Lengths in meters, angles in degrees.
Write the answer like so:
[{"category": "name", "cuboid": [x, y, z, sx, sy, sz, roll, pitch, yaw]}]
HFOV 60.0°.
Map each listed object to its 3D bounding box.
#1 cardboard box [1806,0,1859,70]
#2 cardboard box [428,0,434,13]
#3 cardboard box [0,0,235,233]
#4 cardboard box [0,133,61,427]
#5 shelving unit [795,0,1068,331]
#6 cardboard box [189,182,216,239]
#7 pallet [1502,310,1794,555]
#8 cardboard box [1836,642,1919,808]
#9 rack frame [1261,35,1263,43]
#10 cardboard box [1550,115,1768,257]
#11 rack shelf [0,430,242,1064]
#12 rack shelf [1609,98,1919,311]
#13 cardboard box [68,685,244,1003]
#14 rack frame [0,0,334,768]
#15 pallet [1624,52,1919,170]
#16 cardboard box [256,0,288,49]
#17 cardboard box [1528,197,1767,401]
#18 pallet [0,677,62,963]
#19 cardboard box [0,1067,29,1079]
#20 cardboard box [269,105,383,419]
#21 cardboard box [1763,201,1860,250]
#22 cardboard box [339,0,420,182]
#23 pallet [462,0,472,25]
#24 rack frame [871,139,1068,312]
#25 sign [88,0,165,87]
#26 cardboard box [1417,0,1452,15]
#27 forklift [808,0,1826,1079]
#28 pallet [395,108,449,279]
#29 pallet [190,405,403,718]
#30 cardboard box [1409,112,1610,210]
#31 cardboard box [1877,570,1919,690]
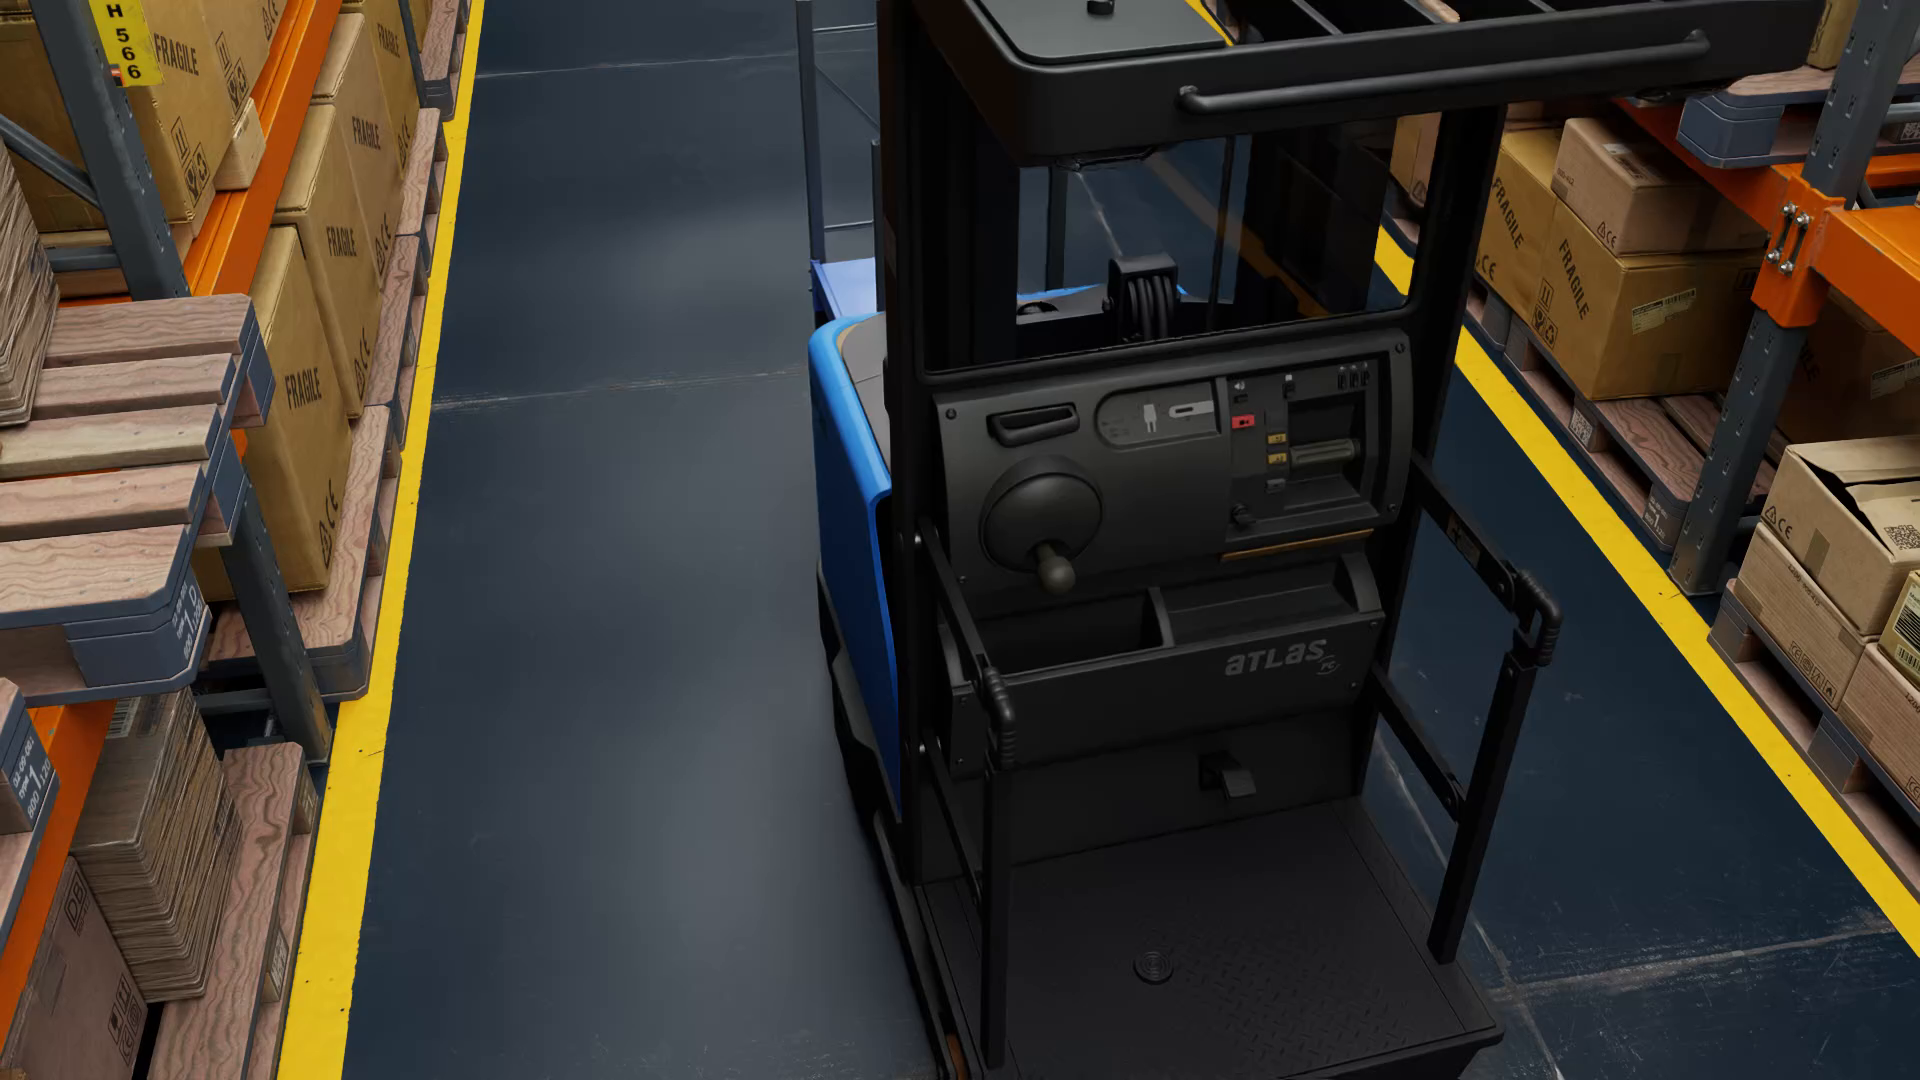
[{"category": "cardboard box", "cuboid": [2.453, -1.671, 4.532, 0.700, 0.500, 0.500, -19, 42, -23]}, {"category": "cardboard box", "cuboid": [-3.018, -2.924, 8.263, 0.700, 0.500, 0.500, -7, 38, -8]}, {"category": "cardboard box", "cuboid": [-2.035, -1.048, 3.814, 0.500, 0.500, 0.500, -5, 38, -7]}, {"category": "cardboard box", "cuboid": [-2.109, -0.493, 2.999, 0.700, 0.500, 0.500, -11, 39, -13]}, {"category": "shelving unit", "cuboid": [-0.104, -0.717, 4.950, 0.538, 1.500, 1.048, -9, 39, -12]}, {"category": "cardboard box", "cuboid": [-2.067, -0.848, 4.085, 0.380, 0.149, 0.250, -6, 38, -7]}, {"category": "pallet", "cuboid": [2.581, -0.451, 5.659, 1.003, 0.211, 1.213, -6, 38, -8]}, {"category": "cardboard box", "cuboid": [2.566, 0.474, 4.094, 0.500, 0.250, 0.500, -7, 38, -9]}, {"category": "rack frame", "cuboid": [1.973, -3.513, 7.328, 1.000, 3.000, 0.127, -6, 38, -8]}, {"category": "cardboard box", "cuboid": [2.266, -1.153, 5.357, 0.500, 0.250, 0.500, -5, 38, -6]}, {"category": "rack shelf", "cuboid": [-1.851, 0.930, 2.195, 1.077, 0.370, 4.000, -6, 38, -8]}, {"category": "rack shelf", "cuboid": [2.324, -2.021, 5.993, 1.077, 0.370, 4.000, -6, 38, -8]}, {"category": "cardboard box", "cuboid": [-2.024, 0.680, 3.608, 0.700, 0.500, 0.500, -6, 38, -7]}, {"category": "rack frame", "cuboid": [-2.202, -0.562, 3.529, 1.000, 3.000, 0.127, -6, 38, -8]}, {"category": "pallet", "cuboid": [2.487, -1.424, 4.794, 1.213, 0.211, 1.003, -6, 38, -8]}, {"category": "cardboard box", "cuboid": [-2.203, -1.665, 4.608, 0.500, 0.500, 0.500, -6, 38, -8]}, {"category": "cardboard box", "cuboid": [2.280, -0.824, 5.544, 0.500, 0.500, 0.500, -5, 38, -6]}, {"category": "pallet", "cuboid": [-1.814, 0.705, 2.054, 1.003, 0.211, 1.213, -6, 38, -8]}, {"category": "cardboard box", "cuboid": [-1.933, 1.301, 2.809, 0.700, 0.500, 0.500, -6, 38, -8]}, {"category": "cardboard box", "cuboid": [-2.349, -0.867, 5.331, 0.750, 0.750, 0.750, -6, 38, -8]}, {"category": "cardboard box", "cuboid": [2.779, -0.905, 5.649, 0.500, 0.500, 0.500, -8, 38, -10]}, {"category": "cardboard box", "cuboid": [-2.661, -1.917, 6.682, 0.750, 0.750, 0.750, -6, 38, -7]}, {"category": "pallet", "cuboid": [-3.176, -3.083, 9.047, 1.003, 0.211, 1.213, -6, 38, -8]}, {"category": "rack frame", "cuboid": [0.027, -0.415, 4.562, 0.500, 1.500, 0.032, -9, 39, -12]}, {"category": "sign", "cuboid": [-1.669, -1.052, 3.280, 0.100, 0.325, 0.005, -6, 38, -8]}, {"category": "cardboard box", "cuboid": [1.994, -2.074, 6.542, 0.500, 0.250, 0.500, -6, 38, -8]}, {"category": "forklift", "cuboid": [0.472, -0.072, 2.954, 1.130, 2.935, 3.031, -9, 39, -12]}, {"category": "pallet", "cuboid": [-2.693, -1.419, 6.905, 1.003, 0.211, 1.213, -6, 38, -8]}, {"category": "pallet", "cuboid": [-2.266, 0.054, 5.008, 1.003, 0.211, 1.213, -6, 38, -8]}, {"category": "cardboard box", "cuboid": [2.091, -1.453, 6.354, 0.500, 0.500, 0.500, -8, 38, -10]}, {"category": "cardboard box", "cuboid": [2.578, 0.265, 3.905, 0.500, 0.311, 0.500, -7, 38, -9]}]
